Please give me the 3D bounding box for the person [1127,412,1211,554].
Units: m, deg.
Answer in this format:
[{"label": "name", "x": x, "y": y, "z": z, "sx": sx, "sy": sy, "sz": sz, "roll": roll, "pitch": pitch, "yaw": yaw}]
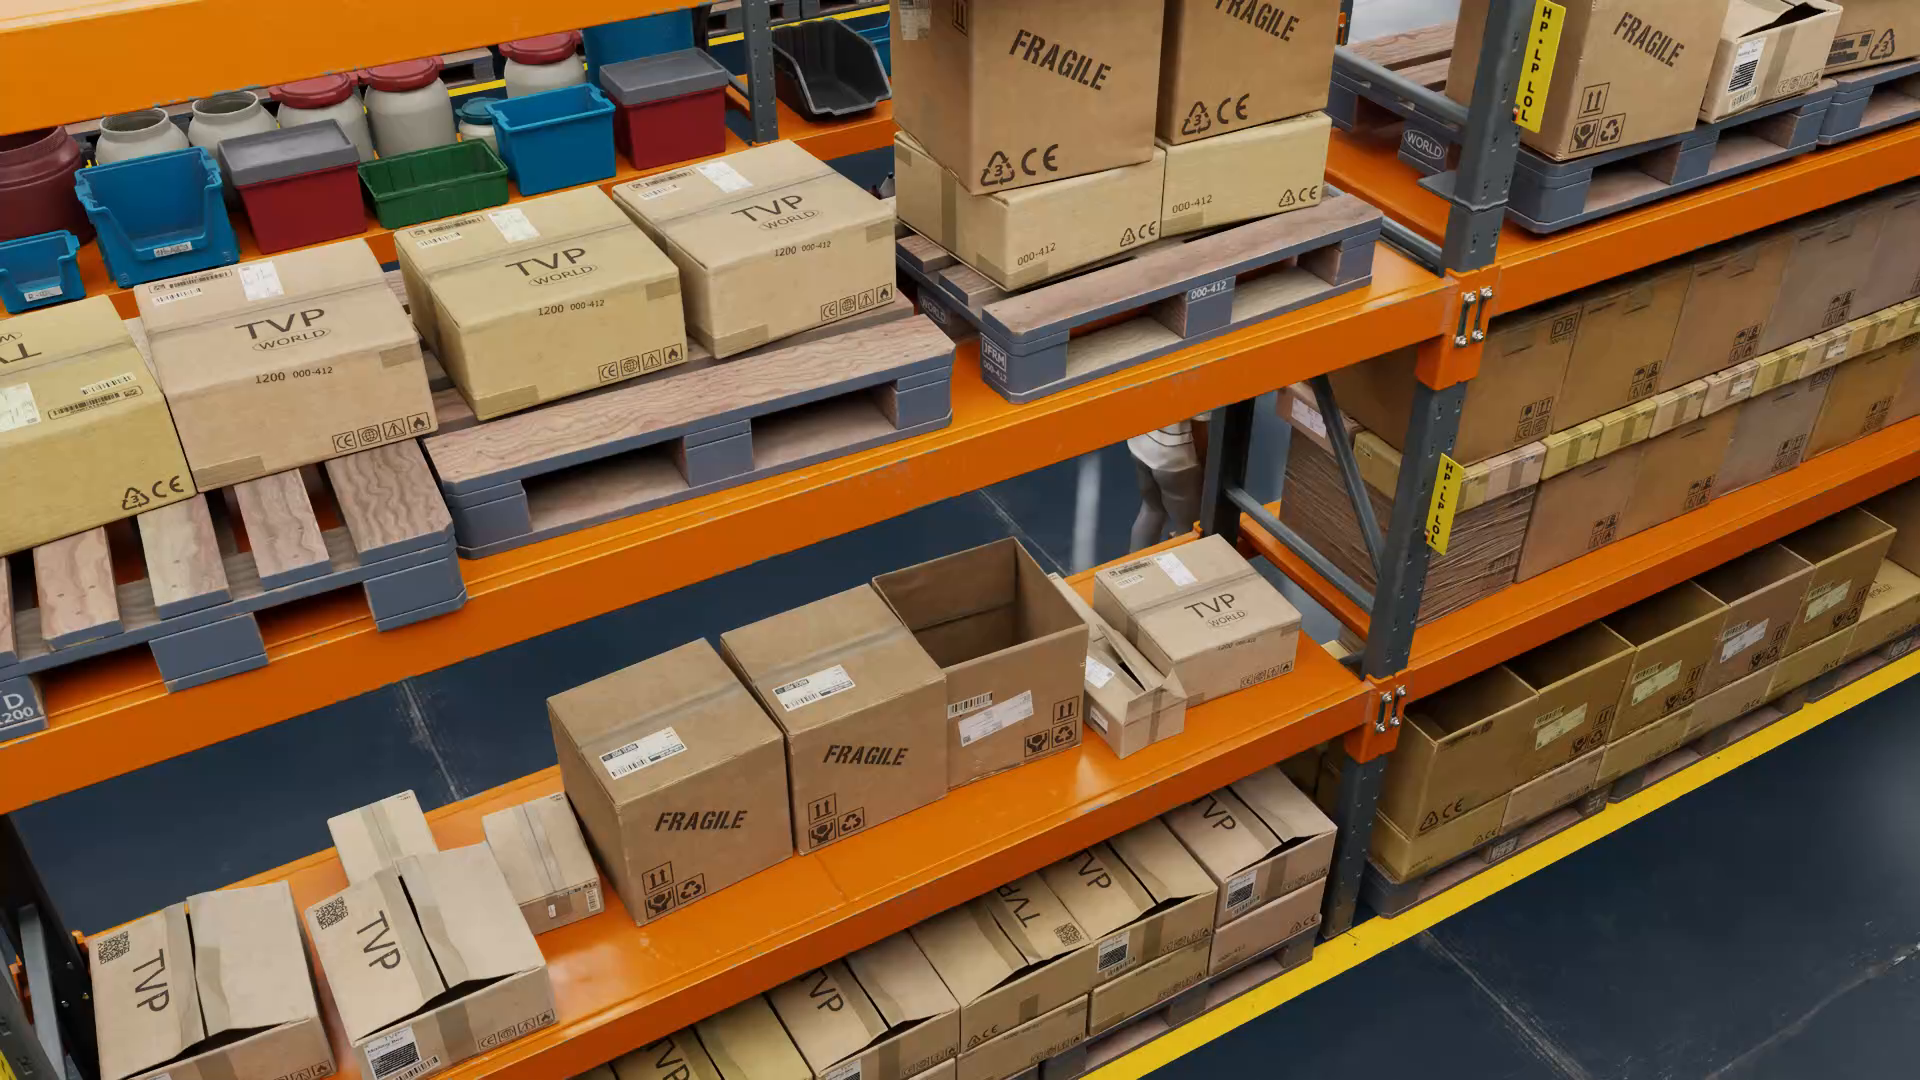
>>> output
[{"label": "person", "x": 0.972, "y": -0.388, "z": 7.442, "sx": 0.399, "sy": 1.657, "sz": 0.512, "roll": -20, "pitch": 41, "yaw": -24}]
